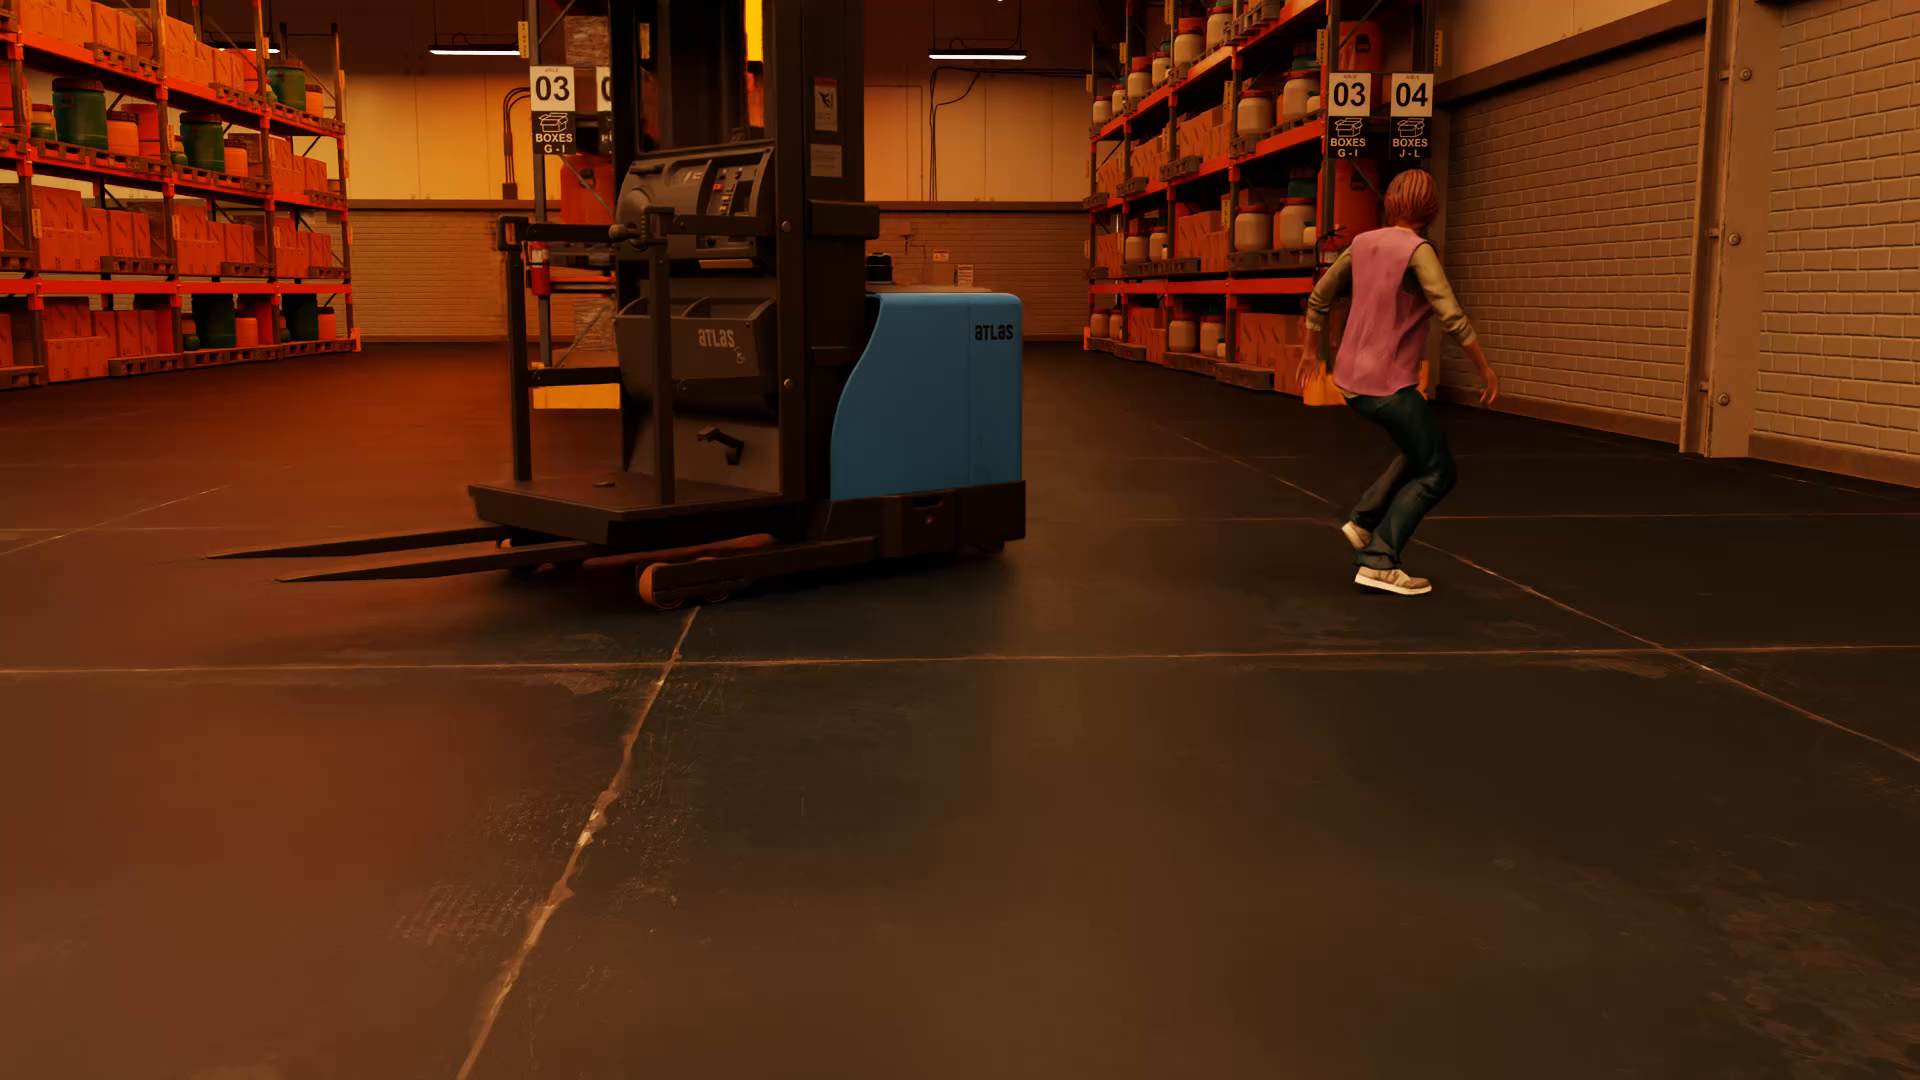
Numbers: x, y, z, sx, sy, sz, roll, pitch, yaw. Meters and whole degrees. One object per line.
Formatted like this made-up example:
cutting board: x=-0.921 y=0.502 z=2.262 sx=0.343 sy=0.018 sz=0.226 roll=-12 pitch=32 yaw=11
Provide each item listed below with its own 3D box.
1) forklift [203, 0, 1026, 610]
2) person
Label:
forklift: x=-1.151 y=-1.295 z=6.055 sx=3.031 sy=2.935 sz=1.130 roll=-8 pitch=11 yaw=-42
person: x=1.590 y=-0.568 z=6.023 sx=0.580 sy=1.514 sz=0.648 roll=-1 pitch=9 yaw=-7
